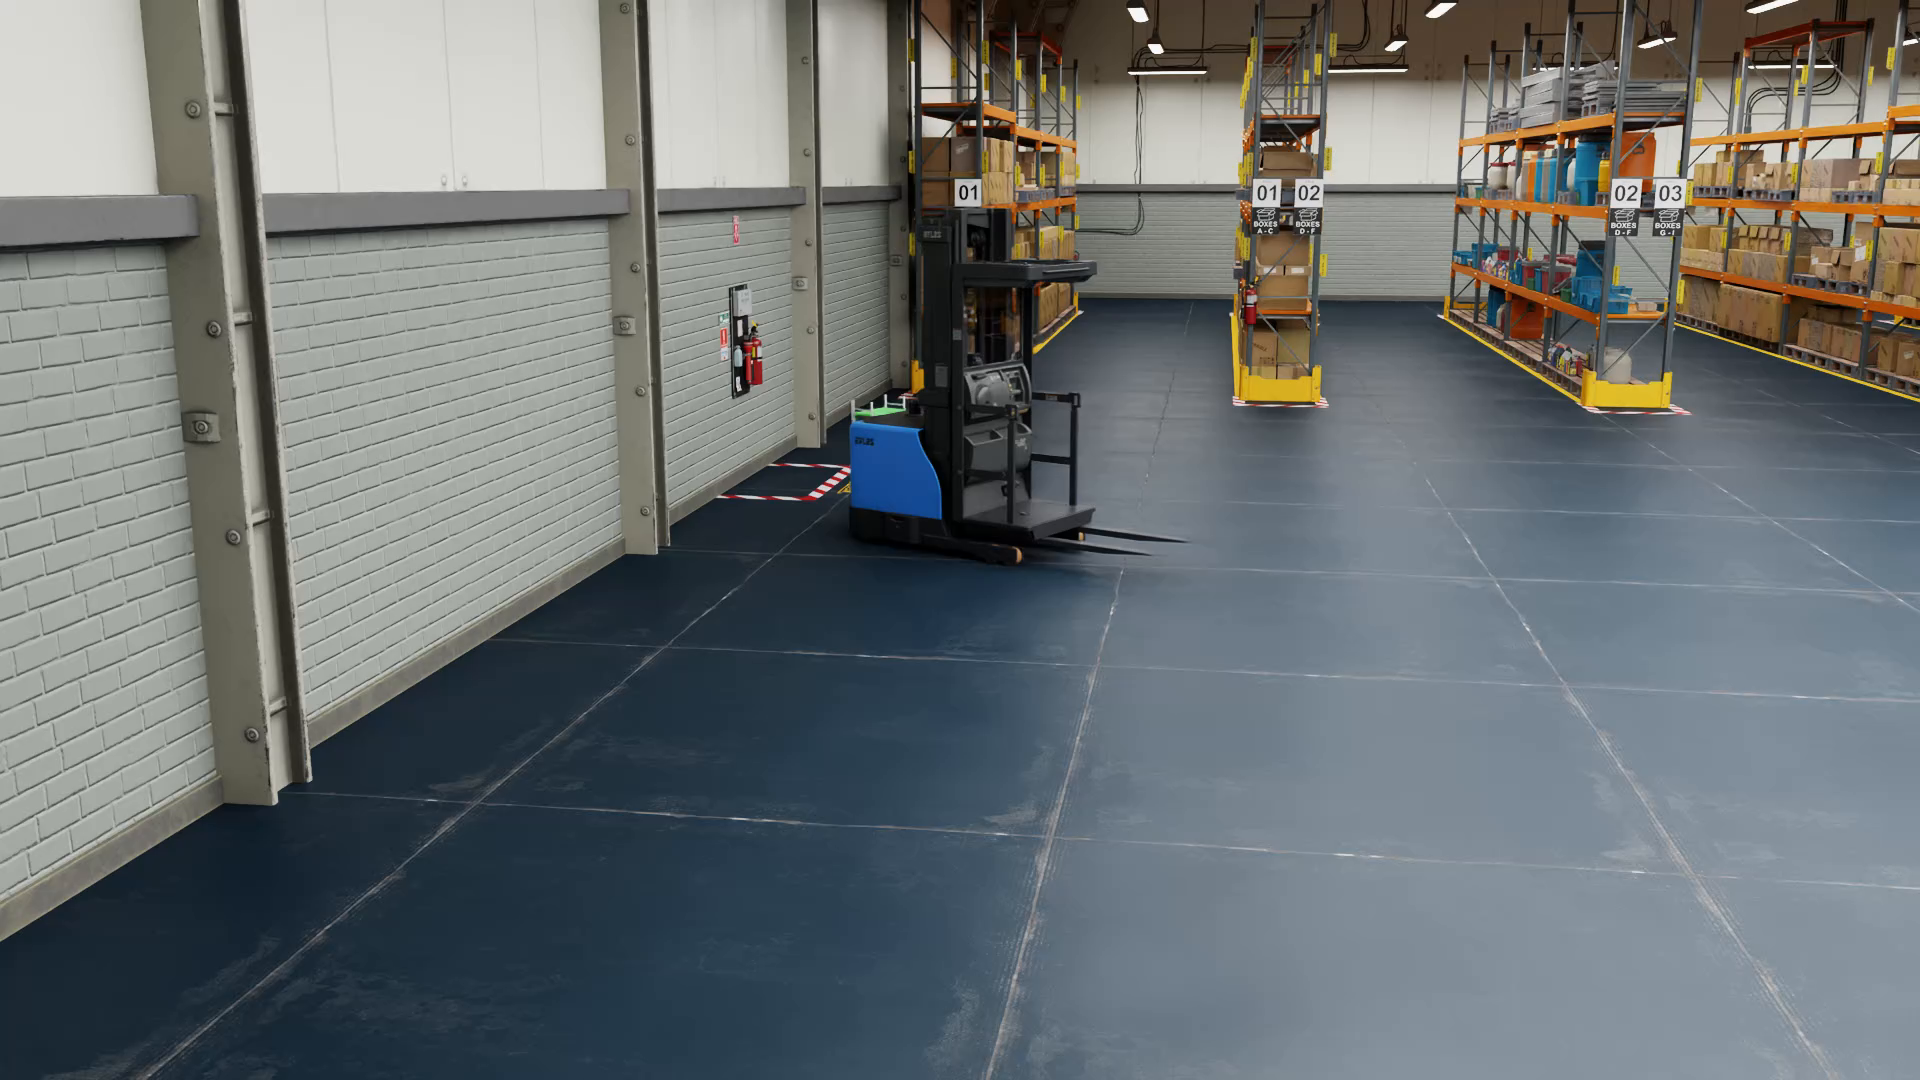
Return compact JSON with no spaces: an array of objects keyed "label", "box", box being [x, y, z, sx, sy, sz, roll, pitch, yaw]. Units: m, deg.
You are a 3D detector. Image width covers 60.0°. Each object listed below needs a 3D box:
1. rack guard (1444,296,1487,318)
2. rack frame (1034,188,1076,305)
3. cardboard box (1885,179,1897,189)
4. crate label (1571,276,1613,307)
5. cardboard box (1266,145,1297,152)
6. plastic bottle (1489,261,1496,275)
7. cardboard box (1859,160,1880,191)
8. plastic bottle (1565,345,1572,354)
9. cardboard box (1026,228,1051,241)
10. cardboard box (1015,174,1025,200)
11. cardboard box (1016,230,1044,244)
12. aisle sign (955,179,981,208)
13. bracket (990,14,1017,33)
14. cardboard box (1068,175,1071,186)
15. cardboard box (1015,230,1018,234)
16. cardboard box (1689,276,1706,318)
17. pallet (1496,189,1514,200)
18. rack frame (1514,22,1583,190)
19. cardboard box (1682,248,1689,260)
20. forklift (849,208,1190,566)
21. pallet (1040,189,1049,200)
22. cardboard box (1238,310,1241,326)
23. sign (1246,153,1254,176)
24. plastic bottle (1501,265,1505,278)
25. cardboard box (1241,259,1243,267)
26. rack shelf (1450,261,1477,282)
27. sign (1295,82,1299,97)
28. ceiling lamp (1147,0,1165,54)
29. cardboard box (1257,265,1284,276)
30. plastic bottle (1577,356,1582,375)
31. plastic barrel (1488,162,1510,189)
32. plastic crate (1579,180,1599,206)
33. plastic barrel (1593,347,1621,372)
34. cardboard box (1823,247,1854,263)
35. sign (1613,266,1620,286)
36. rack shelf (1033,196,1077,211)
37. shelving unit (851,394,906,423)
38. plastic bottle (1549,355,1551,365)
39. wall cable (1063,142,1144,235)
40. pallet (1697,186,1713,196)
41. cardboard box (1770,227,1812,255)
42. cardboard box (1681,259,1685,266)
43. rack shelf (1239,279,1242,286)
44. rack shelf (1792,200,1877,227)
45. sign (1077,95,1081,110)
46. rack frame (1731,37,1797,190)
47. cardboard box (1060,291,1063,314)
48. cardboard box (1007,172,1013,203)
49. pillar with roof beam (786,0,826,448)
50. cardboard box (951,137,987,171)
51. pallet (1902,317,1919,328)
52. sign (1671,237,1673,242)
[{"label":"rack guard","box":[12.075,-5.503,39.343,1.175,0.500,0.348,2,12,9]},{"label":"rack frame","box":[2.295,-7.041,40.544,1.000,3.000,0.127,2,12,9]},{"label":"cardboard box","box":[14.779,-5.592,26.109,0.380,0.149,0.250,2,12,7]},{"label":"crate label","box":[9.640,-3.798,25.414,0.502,0.435,0.616,2,12,9]},{"label":"cardboard box","box":[5.479,-6.475,28.378,0.500,0.500,0.500,2,12,9]},{"label":"plastic bottle","box":[10.879,-5.550,33.919,0.152,0.276,0.135,2,12,9]},{"label":"cardboard box","box":[15.447,-6.074,27.697,0.797,0.503,0.637,2,12,11]},{"label":"plastic bottle","box":[9.847,-2.983,26.957,0.144,0.351,0.185,2,12,9]},{"label":"cardboard box","box":[1.617,-6.355,34.590,0.500,0.250,0.500,2,12,7]},{"label":"cardboard box","box":[0.774,-6.635,31.249,0.797,0.503,0.637,4,13,17]},{"label":"cardboard box","box":[1.394,-6.038,33.121,0.500,0.250,0.500,2,12,10]},{"label":"aisle sign","box":[0.120,-4.956,24.700,0.394,0.787,0.004,2,12,9]},{"label":"bracket","box":[0.821,-10.436,33.516,0.076,0.066,4.783,2,12,9]},{"label":"cardboard box","box":[2.291,-8.310,38.435,0.500,0.250,0.500,2,12,7]},{"label":"cardboard box","box":[0.879,-6.049,33.170,0.500,0.250,0.500,2,12,10]},{"label":"cardboard box","box":[16.819,-5.401,36.980,0.875,0.875,0.875,2,12,9]},{"label":"pallet","box":[11.274,-6.859,33.027,1.003,0.211,1.213,2,12,9]},{"label":"rack frame","box":[10.854,-7.987,30.695,1.000,3.000,0.127,2,12,9]},{"label":"cardboard box","box":[16.565,-6.432,37.368,0.500,0.250,0.500,2,12,8]},{"label":"forklift","box":[0.499,-1.338,14.244,3.031,2.935,1.130,9,15,34]},{"label":"pallet","box":[1.112,-6.885,33.150,1.213,0.211,1.003,2,12,11]},{"label":"cardboard box","box":[5.590,-4.252,31.800,0.500,0.311,0.500,2,12,11]},{"label":"sign","box":[4.196,-5.431,24.042,0.100,0.325,0.005,2,12,9]},{"label":"plastic bottle","box":[10.626,-5.242,32.503,0.097,0.271,0.097,0,12,0]},{"label":"cardboard box","box":[5.946,-5.605,32.646,0.700,0.500,0.500,-2,12,-10]},{"label":"rack shelf","box":[11.777,-5.952,37.198,1.077,0.370,4.000,2,12,9]},{"label":"sign","box":[7.125,-9.498,35.114,0.100,0.325,0.005,2,12,9]},{"label":"ceiling lamp","box":[4.324,-11.730,34.205,0.800,3.185,2.000,2,12,9]},{"label":"cardboard box","box":[4.601,-4.002,24.667,0.380,0.149,0.250,2,12,8]},{"label":"plastic bottle","box":[9.644,-2.721,25.903,0.061,0.283,0.133,2,12,9]},{"label":"plastic barrel","box":[11.141,-7.524,34.345,0.433,0.535,0.433,0,12,0]},{"label":"plastic crate","box":[9.620,-5.254,25.172,0.392,0.384,0.575,2,12,9]},{"label":"plastic barrel","box":[9.727,-2.622,24.949,0.421,0.512,0.421,0,12,0]},{"label":"cardboard box","box":[15.718,-4.915,29.446,0.700,0.500,0.500,4,13,17]},{"label":"sign","box":[10.781,-4.337,27.341,0.100,0.325,0.005,2,12,9]},{"label":"rack shelf","box":[1.988,-7.739,38.372,1.077,0.370,4.000,2,12,9]},{"label":"shelving unit","box":[-0.750,-0.728,15.520,0.258,1.200,0.503,8,14,35]},{"label":"plastic bottle","box":[9.726,-2.974,27.273,0.097,0.201,0.097,0,12,0]},{"label":"wall cable","box":[3.518,-9.621,45.648,3.097,2.526,0.112,2,12,9]},{"label":"pallet","box":[16.690,-7.573,36.103,1.003,0.211,1.213,2,12,9]},{"label":"cardboard box","box":[15.980,-5.720,31.799,0.797,0.503,0.637,2,12,10]},{"label":"cardboard box","box":[16.521,-6.267,37.547,0.380,0.149,0.250,2,12,7]},{"label":"rack shelf","box":[6.268,-5.280,34.083,1.077,0.370,4.000,2,12,9]},{"label":"rack shelf","box":[15.441,-5.592,28.410,1.077,0.370,4.000,2,12,9]},{"label":"sign","box":[2.829,-10.448,39.710,0.100,0.325,0.005,2,12,9]},{"label":"rack frame","box":[16.363,-8.659,33.814,1.000,3.000,0.127,2,12,9]},{"label":"cardboard box","box":[1.977,-5.448,38.091,0.700,0.500,0.500,2,12,8]},{"label":"cardboard box","box":[0.616,-5.954,28.097,0.500,0.500,0.500,2,12,10]},{"label":"pillar with roof beam","box":[2.419,-5.428,18.820,9.100,9.000,0.400,2,12,9]},{"label":"cardboard box","box":[0.134,-5.796,24.991,0.500,0.500,0.500,1,12,5]},{"label":"pallet","box":[21.692,-4.831,36.907,1.003,0.211,1.213,2,12,9]},{"label":"sign","box":[16.431,-7.040,38.299,0.100,0.325,0.005,2,12,9]}]
